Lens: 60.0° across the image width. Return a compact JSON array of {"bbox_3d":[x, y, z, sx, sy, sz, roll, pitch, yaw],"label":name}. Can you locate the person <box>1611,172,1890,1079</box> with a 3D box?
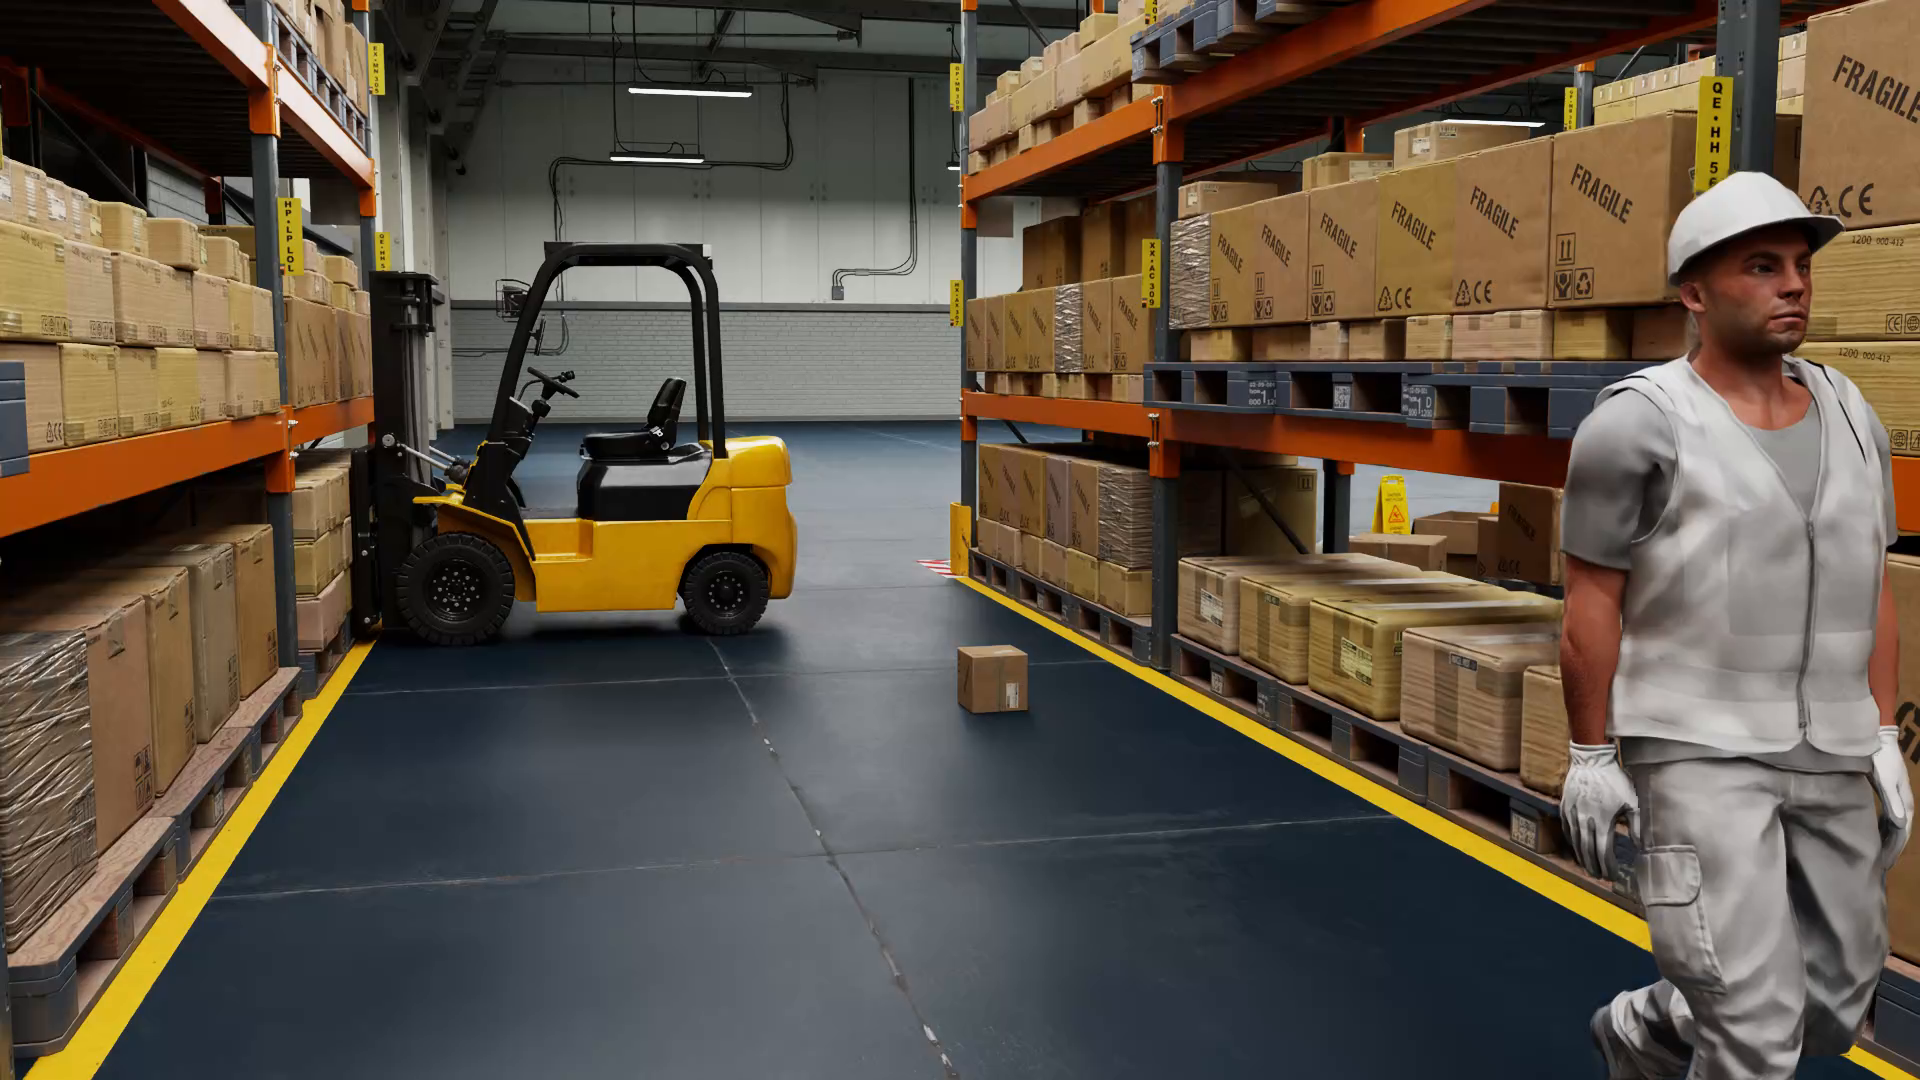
[{"bbox_3d":[8.188,-1.758,22.414,22.467,1.784,36.608,-1,6,-12],"label":"person"}]
